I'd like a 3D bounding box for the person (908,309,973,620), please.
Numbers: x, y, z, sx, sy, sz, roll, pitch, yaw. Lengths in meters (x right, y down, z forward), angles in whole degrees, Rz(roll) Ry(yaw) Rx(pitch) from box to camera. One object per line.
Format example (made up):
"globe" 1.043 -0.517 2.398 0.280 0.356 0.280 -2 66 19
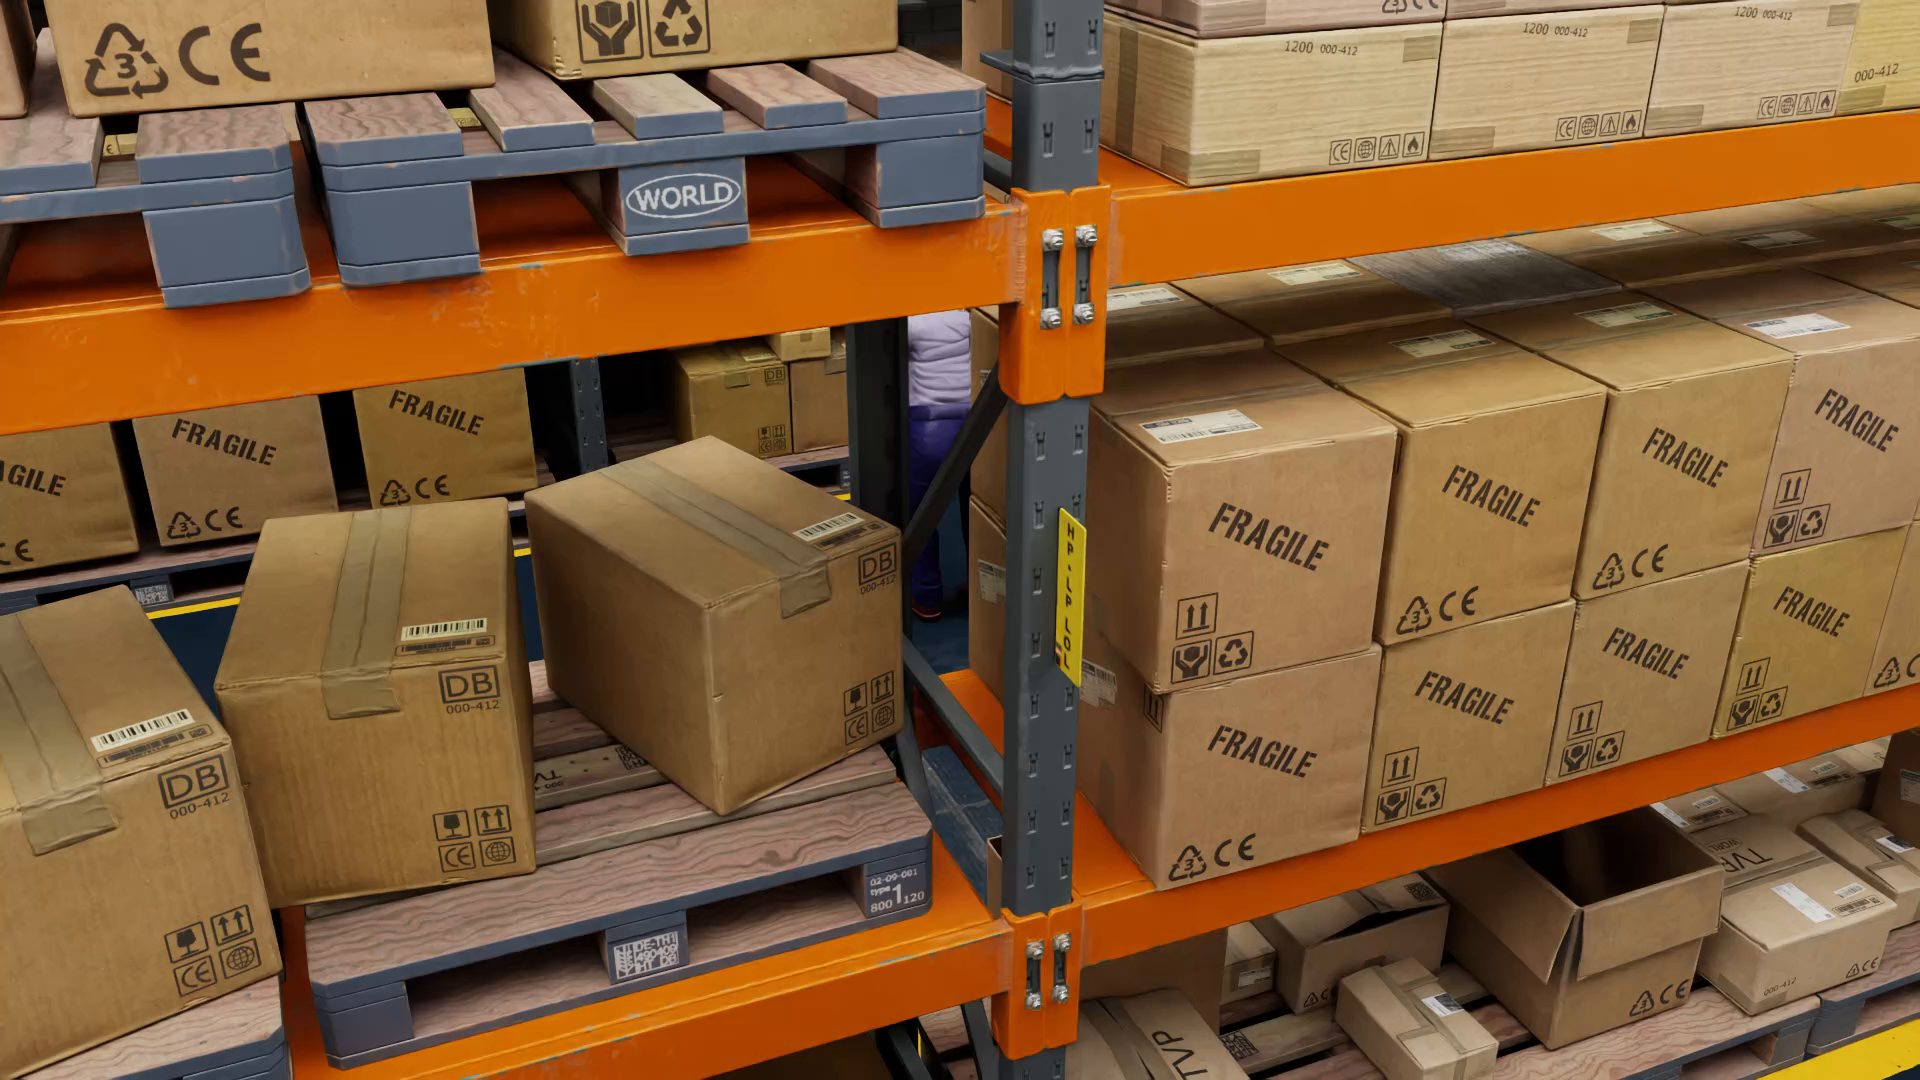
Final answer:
"person" -0.075 -0.425 7.084 0.438 1.582 0.576 -11 28 -21
